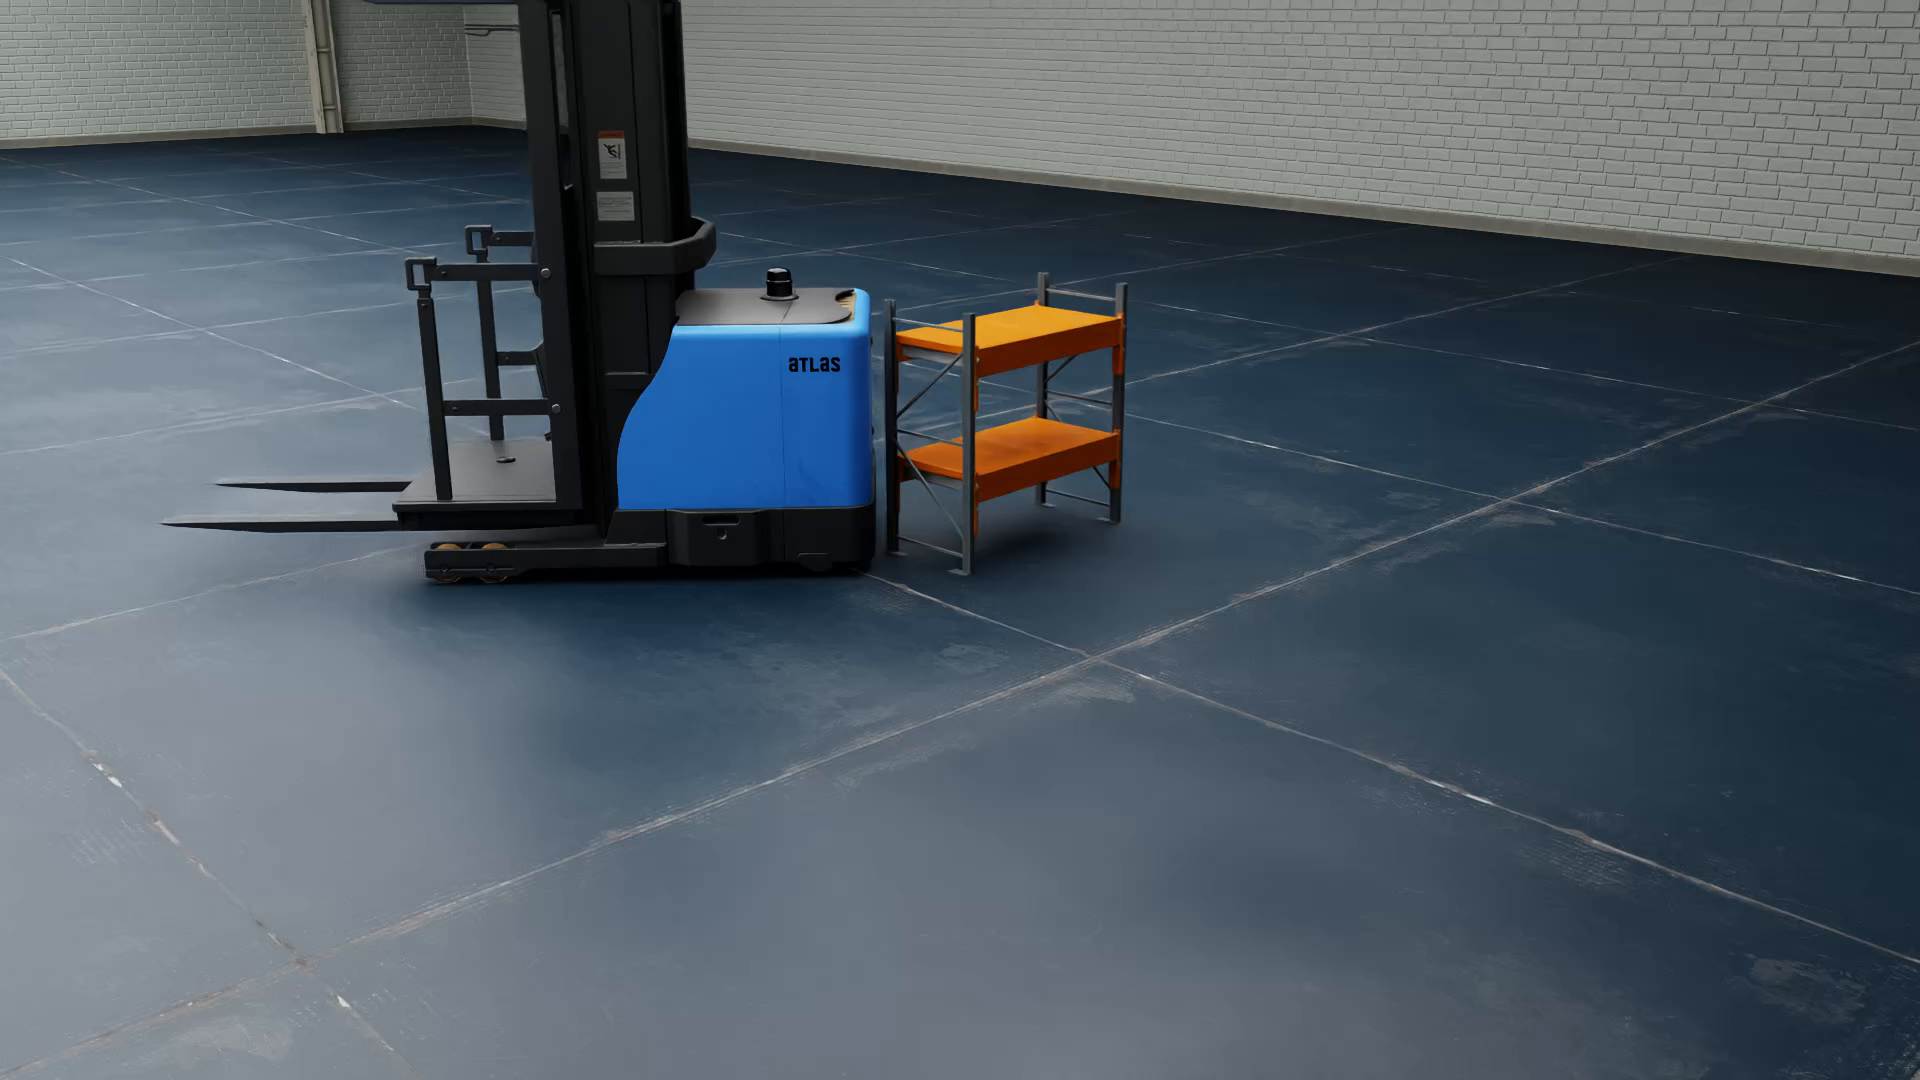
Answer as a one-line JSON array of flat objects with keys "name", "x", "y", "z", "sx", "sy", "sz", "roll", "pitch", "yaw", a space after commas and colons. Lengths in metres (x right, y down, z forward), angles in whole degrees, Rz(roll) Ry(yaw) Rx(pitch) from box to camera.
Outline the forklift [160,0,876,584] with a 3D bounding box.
[{"name": "forklift", "x": -1.896, "y": -1.376, "z": 7.049, "sx": 3.031, "sy": 2.935, "sz": 1.130, "roll": -1, "pitch": 18, "yaw": -2}]

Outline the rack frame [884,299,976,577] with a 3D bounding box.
[{"name": "rack frame", "x": -0.130, "y": -0.433, "z": 7.067, "sx": 0.500, "sy": 1.125, "sz": 0.032, "roll": 16, "pitch": 24, "yaw": 40}]

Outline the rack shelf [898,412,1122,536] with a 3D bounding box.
[{"name": "rack shelf", "x": 0.214, "y": -0.316, "z": 7.498, "sx": 0.538, "sy": 0.278, "sz": 1.000, "roll": 16, "pitch": 24, "yaw": 40}]

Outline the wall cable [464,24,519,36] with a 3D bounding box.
[{"name": "wall cable", "x": -8.681, "y": -10.721, "z": 31.066, "sx": 0.112, "sy": 2.526, "sz": 3.097, "roll": -16, "pitch": 24, "yaw": -41}]

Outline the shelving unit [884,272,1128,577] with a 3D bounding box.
[{"name": "shelving unit", "x": 0.214, "y": -0.548, "z": 7.423, "sx": 0.538, "sy": 1.125, "sz": 1.048, "roll": 16, "pitch": 24, "yaw": 40}]

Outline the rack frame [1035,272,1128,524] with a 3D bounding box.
[{"name": "rack frame", "x": 0.558, "y": -0.663, "z": 7.779, "sx": 0.500, "sy": 1.125, "sz": 0.032, "roll": 16, "pitch": 24, "yaw": 40}]

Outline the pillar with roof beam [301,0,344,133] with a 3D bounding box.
[{"name": "pillar with roof beam", "x": -8.772, "y": -10.905, "z": 26.600, "sx": 0.400, "sy": 9.000, "sz": 9.100, "roll": -16, "pitch": 24, "yaw": -41}]

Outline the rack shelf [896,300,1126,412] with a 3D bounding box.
[{"name": "rack shelf", "x": 0.214, "y": -0.827, "z": 7.333, "sx": 0.538, "sy": 0.278, "sz": 1.000, "roll": 16, "pitch": 24, "yaw": 40}]
